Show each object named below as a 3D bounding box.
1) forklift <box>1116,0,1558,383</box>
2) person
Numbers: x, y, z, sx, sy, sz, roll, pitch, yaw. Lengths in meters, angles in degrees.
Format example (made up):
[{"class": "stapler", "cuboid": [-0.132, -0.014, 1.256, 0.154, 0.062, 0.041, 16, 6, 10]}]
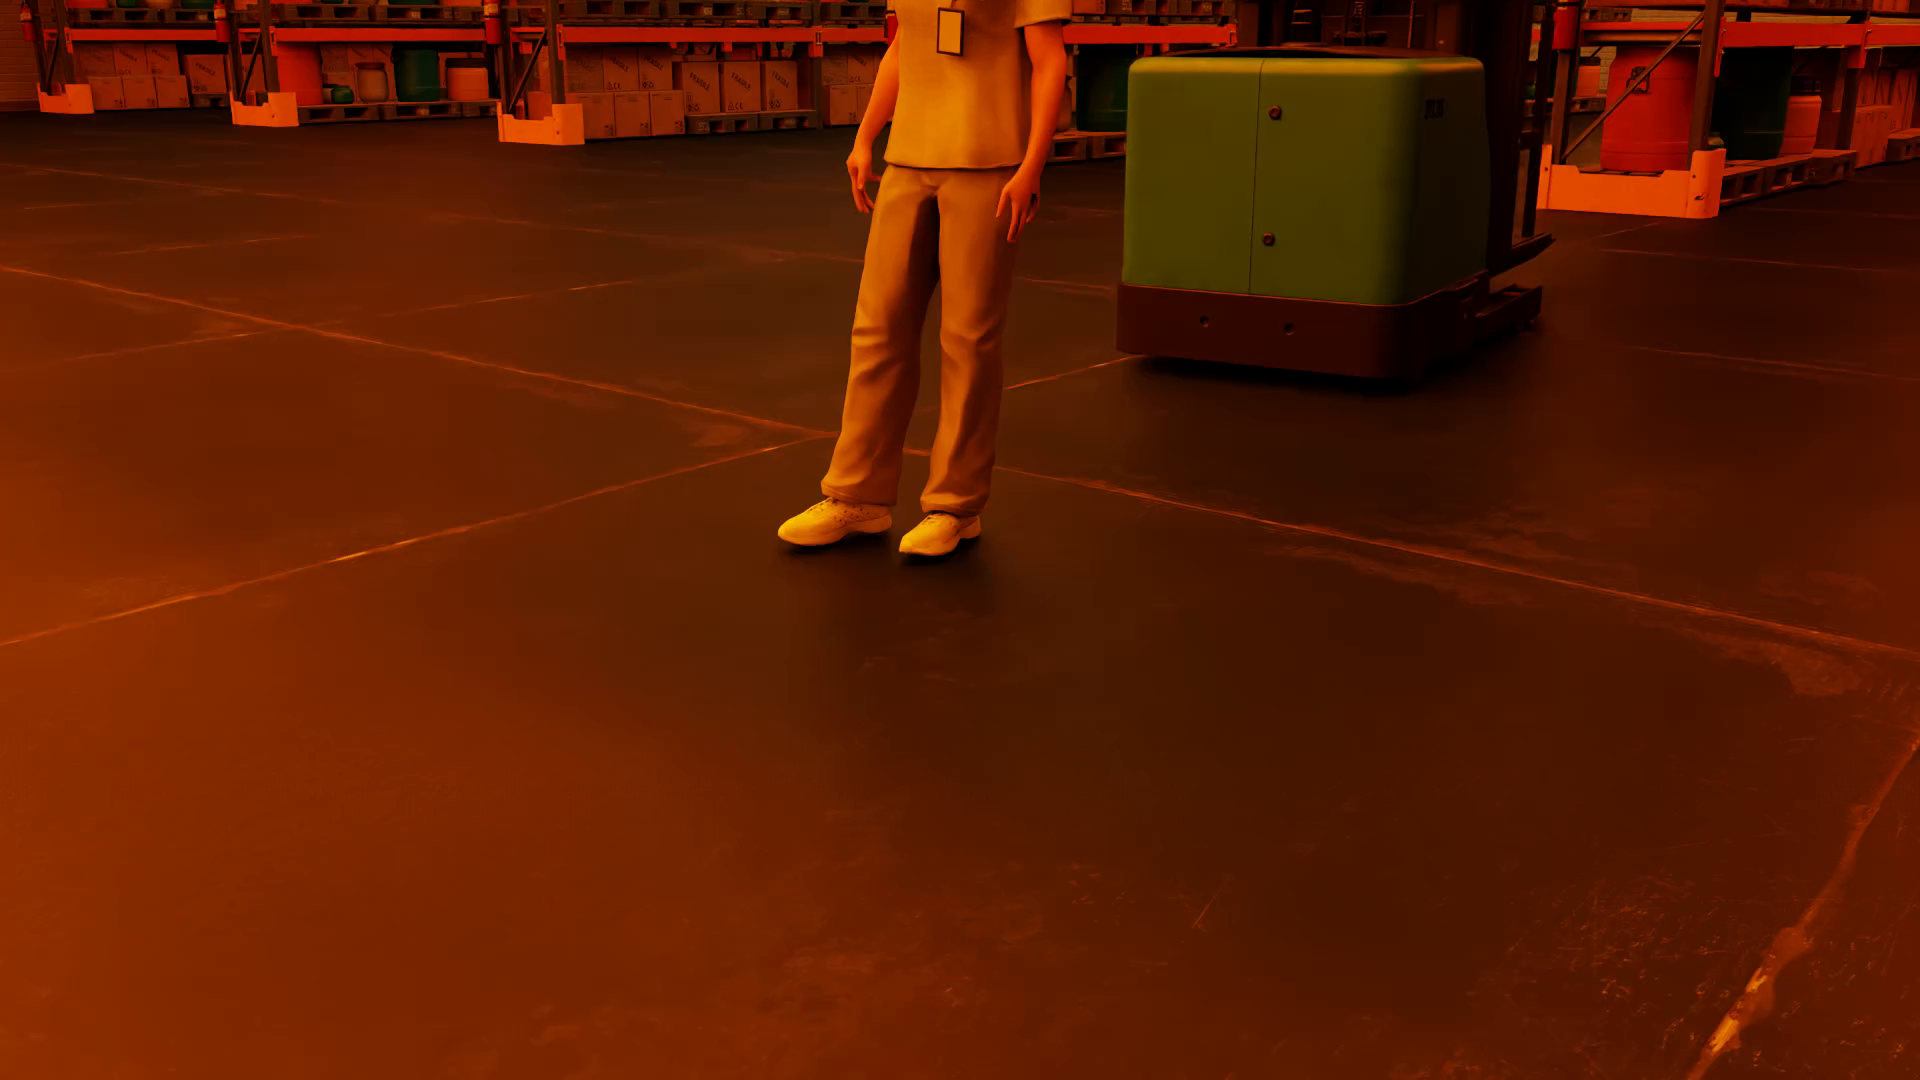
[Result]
[{"class": "forklift", "cuboid": [1.753, -2.303, 6.481, 1.130, 2.935, 3.031, 10, 20, 30]}, {"class": "person", "cuboid": [-0.057, -0.772, 3.657, 0.549, 1.627, 0.549, 13, 21, 37]}]
